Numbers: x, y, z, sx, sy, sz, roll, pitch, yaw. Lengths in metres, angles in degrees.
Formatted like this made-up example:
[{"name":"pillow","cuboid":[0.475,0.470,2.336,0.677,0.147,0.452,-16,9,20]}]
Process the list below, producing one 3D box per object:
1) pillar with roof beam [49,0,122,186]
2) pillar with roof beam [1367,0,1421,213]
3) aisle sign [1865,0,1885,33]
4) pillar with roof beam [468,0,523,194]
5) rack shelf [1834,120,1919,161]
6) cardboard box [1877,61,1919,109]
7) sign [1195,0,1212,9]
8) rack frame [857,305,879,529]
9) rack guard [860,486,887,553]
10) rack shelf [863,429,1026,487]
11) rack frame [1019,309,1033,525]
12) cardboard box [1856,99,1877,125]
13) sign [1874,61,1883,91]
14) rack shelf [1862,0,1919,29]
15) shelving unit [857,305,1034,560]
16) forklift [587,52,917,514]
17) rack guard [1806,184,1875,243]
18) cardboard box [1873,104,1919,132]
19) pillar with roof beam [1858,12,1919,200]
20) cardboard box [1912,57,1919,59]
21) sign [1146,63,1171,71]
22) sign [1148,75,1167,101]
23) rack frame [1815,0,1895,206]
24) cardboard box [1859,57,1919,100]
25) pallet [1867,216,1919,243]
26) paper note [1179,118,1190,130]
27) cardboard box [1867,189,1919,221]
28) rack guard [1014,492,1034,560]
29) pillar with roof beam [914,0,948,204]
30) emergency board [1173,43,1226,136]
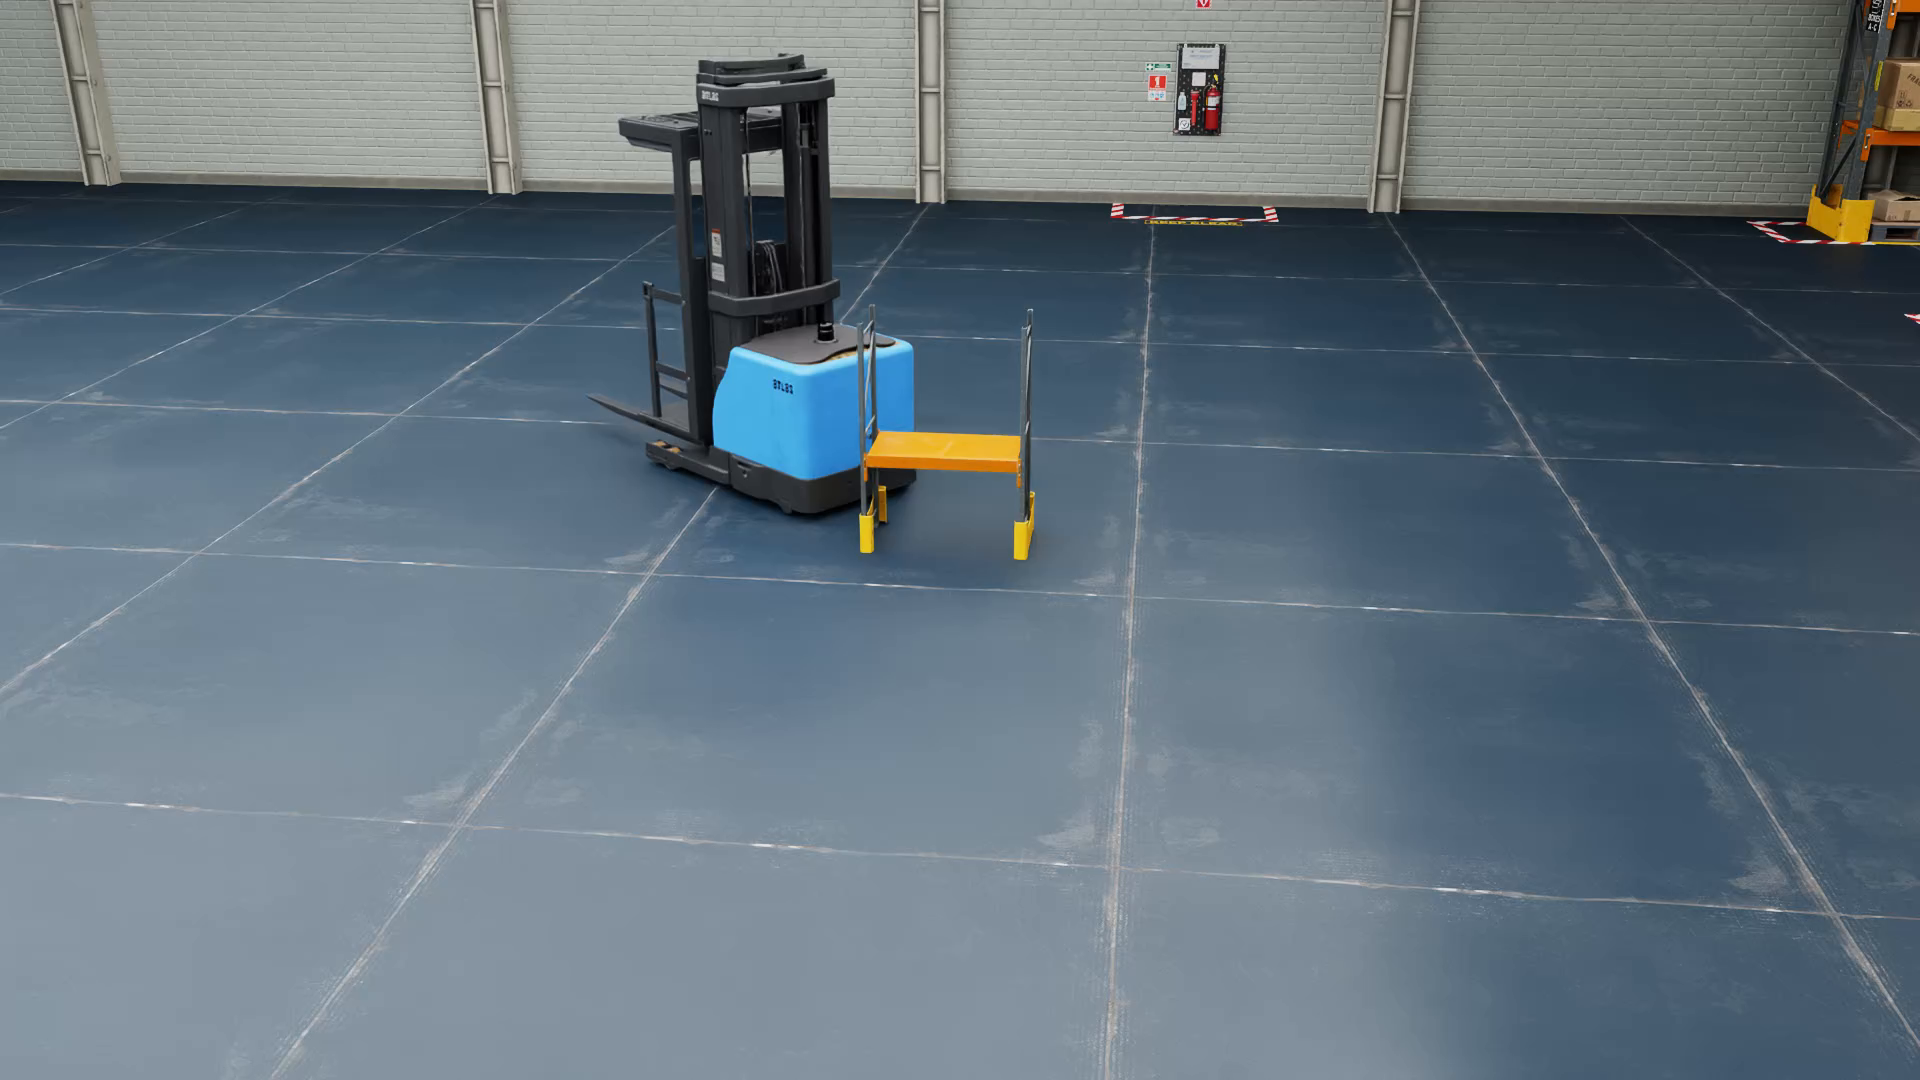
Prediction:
[{"name":"pillar with roof beam","cuboid":[-12.806,-7.732,18.257,0.400,9.000,9.100,2,22,6]},{"name":"pillar with roof beam","cuboid":[5.069,-6.953,16.287,0.400,9.000,9.100,2,22,6]},{"name":"aisle sign","cuboid":[10.630,-6.292,19.240,0.004,0.787,0.394,2,22,6]},{"name":"pillar with roof beam","cuboid":[-6.847,-7.472,17.601,0.400,9.000,9.100,2,22,6]},{"name":"rack shelf","cuboid":[12.723,-4.769,19.900,4.000,0.370,1.077,2,22,6]},{"name":"cardboard box","cuboid":[11.176,-5.348,19.543,0.500,0.500,0.500,3,22,6]},{"name":"sign","cuboid":[3.130,-6.970,21.338,0.199,0.298,0.001,2,22,6]},{"name":"rack frame","cuboid":[-0.590,-0.723,10.729,0.032,1.500,0.500,2,22,6]},{"name":"rack guard","cuboid":[-0.570,-0.141,10.957,0.087,0.250,0.587,2,22,6]},{"name":"rack shelf","cuboid":[-0.085,-0.534,10.740,1.000,0.185,0.538,2,22,6]},{"name":"rack frame","cuboid":[0.420,-0.679,10.618,0.032,1.500,0.500,2,22,6]},{"name":"cardboard box","cuboid":[11.224,-5.180,20.139,0.500,0.250,0.500,3,22,7]},{"name":"sign","cuboid":[10.673,-5.394,19.327,0.005,0.325,0.100,2,22,6]},{"name":"rack shelf","cuboid":[12.723,-6.164,19.349,4.000,0.370,1.077,2,22,6]},{"name":"shelving unit","cuboid":[-0.076,-0.701,10.672,1.083,1.500,0.587,2,22,6]},{"name":"forklift","cuboid":[-1.689,-1.993,11.993,1.130,2.935,3.031,-19,29,-40]},{"name":"rack guard","cuboid":[10.813,-4.024,20.438,0.348,0.500,1.175,2,22,6]},{"name":"cardboard box","cuboid":[11.184,-4.992,19.664,0.500,0.250,0.500,2,22,5]},{"name":"pillar with roof beam","cuboid":[11.027,-6.693,15.631,0.400,9.000,9.100,2,22,6]},{"name":"cardboard box","cuboid":[11.729,-5.510,19.954,0.500,0.500,0.500,3,22,7]},{"name":"sign","cuboid":[2.593,-6.177,21.715,0.331,0.109,0.001,2,22,6]},{"name":"sign","cuboid":[2.589,-5.934,21.821,0.234,0.329,0.001,2,22,6]},{"name":"rack frame","cuboid":[10.737,-5.190,19.987,0.127,3.000,1.000,2,22,6]},{"name":"cardboard box","cuboid":[11.230,-5.535,20.018,0.500,0.500,0.500,2,22,6]},{"name":"pallet","cuboid":[11.615,-3.842,20.370,1.213,0.211,1.003,2,22,6]},{"name":"paper note","cuboid":[2.959,-5.479,21.917,0.142,0.148,0.016,2,22,6]},{"name":"cardboard box","cuboid":[11.414,-4.081,20.242,0.500,0.311,0.500,0,22,0]},{"name":"rack guard","cuboid":[0.419,-0.098,10.848,0.087,0.250,0.587,2,22,6]},{"name":"pillar with roof beam","cuboid":[-0.889,-7.213,16.944,0.400,9.000,9.100,2,22,6]},{"name":"emergency board","cuboid":[3.126,-5.856,21.672,0.643,1.169,0.194,2,22,6]}]
